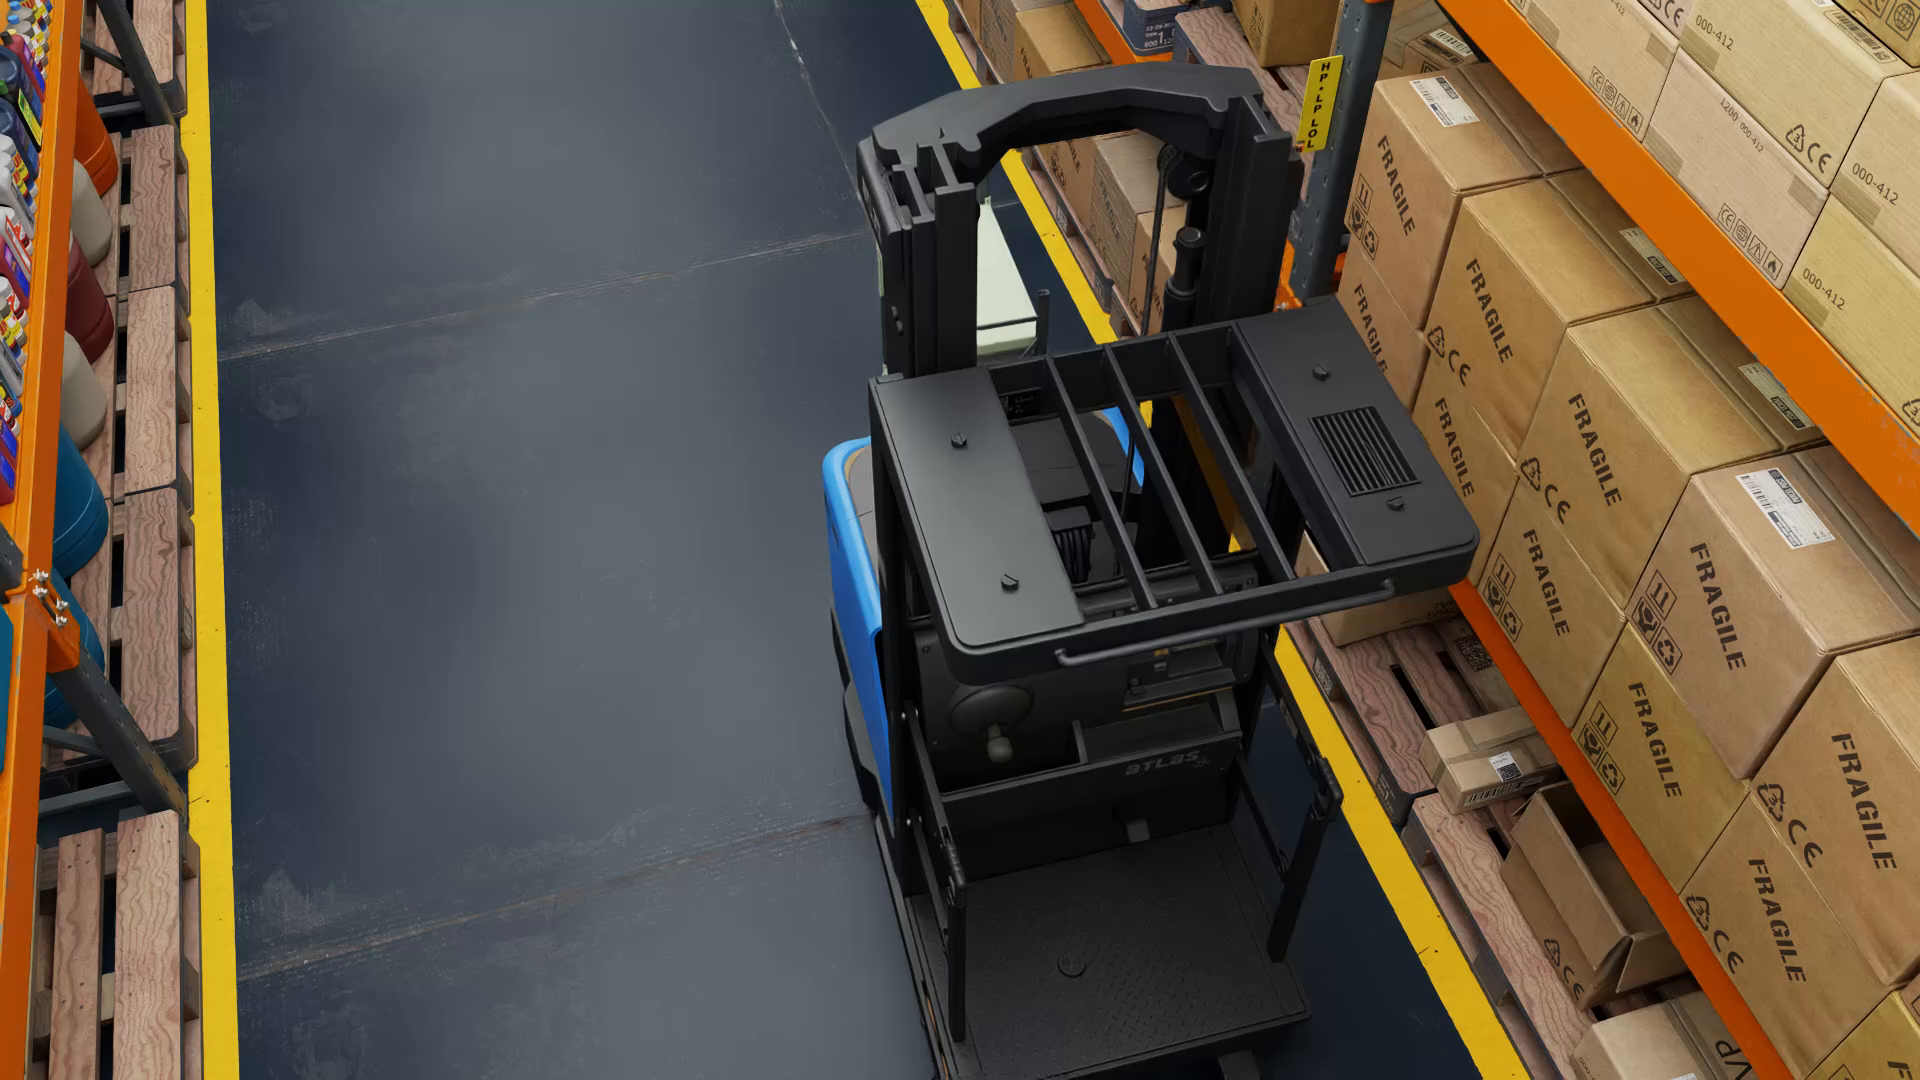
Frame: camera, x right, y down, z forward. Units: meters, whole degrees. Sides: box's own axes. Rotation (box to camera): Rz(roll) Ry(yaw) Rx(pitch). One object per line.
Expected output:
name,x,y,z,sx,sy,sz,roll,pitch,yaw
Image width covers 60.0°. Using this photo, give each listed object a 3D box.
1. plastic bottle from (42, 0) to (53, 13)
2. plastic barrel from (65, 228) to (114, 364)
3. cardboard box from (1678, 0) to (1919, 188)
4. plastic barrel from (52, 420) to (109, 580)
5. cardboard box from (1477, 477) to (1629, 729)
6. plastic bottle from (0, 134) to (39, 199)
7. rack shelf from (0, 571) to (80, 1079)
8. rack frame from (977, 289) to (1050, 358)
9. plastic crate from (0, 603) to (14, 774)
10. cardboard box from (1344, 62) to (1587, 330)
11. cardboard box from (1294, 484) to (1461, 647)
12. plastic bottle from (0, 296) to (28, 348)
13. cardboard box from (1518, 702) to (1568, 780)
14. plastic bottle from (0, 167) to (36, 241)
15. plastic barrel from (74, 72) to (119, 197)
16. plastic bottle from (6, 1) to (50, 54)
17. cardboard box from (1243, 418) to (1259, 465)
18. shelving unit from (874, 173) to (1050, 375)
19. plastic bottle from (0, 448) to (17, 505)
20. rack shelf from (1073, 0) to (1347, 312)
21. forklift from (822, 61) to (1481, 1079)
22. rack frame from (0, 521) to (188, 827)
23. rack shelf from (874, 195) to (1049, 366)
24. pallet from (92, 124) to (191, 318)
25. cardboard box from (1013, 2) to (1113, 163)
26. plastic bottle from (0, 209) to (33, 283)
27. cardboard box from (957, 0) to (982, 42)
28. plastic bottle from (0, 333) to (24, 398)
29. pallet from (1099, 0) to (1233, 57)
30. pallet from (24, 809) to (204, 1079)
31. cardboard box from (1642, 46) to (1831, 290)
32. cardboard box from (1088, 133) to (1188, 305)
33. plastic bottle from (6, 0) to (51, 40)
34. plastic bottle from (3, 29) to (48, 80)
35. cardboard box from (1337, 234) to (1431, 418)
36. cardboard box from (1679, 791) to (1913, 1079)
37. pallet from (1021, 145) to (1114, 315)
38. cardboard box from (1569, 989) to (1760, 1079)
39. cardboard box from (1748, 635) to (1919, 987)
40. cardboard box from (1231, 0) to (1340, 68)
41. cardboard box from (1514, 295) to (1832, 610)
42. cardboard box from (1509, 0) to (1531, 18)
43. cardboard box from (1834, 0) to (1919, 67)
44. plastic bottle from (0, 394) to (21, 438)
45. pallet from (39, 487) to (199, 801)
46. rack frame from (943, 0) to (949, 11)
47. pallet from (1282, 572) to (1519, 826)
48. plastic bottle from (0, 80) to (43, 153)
plastic bottle,-3.662,-2.198,6.515,0.097,0.271,0.097,0,50,0
plastic barrel,-3.837,-1.018,6.738,0.600,0.588,0.708,-13,51,-11
cardboard box,1.777,-0.969,3.204,0.500,0.250,0.500,-13,51,-11
plastic barrel,-3.503,-0.294,5.923,0.600,0.901,0.708,-13,51,-11
cardboard box,1.775,0.107,4.422,0.500,0.500,0.500,-14,51,-11
plastic bottle,-3.301,-1.307,5.763,0.097,0.271,0.097,0,50,0
rack shelf,-2.557,1.776,3.551,1.077,0.370,4.000,-13,51,-11
rack frame,0.086,-0.261,5.779,0.400,1.500,0.023,-11,51,-9
plastic crate,-2.685,0.333,4.268,0.392,0.384,0.575,-13,51,-11
cardboard box,1.455,-0.980,4.685,0.500,0.500,0.500,-12,51,-10
cardboard box,1.502,0.047,6.009,0.500,0.311,0.500,-13,51,-11
plastic bottle,-3.067,-0.706,5.303,0.097,0.201,0.097,0,50,0
cardboard box,2.246,0.591,5.550,0.500,0.311,0.500,-13,51,-11
plastic bottle,-3.264,-1.146,5.625,0.152,0.276,0.135,-13,51,-11
plastic barrel,-4.171,-1.920,7.341,0.600,0.830,0.708,-13,51,-11
plastic bottle,-3.575,-1.962,6.362,0.097,0.201,0.097,0,50,0
cardboard box,1.165,-0.665,6.486,0.500,0.500,0.500,-14,51,-11
shelving unit,-0.005,-0.533,6.008,0.431,1.500,0.755,-11,51,-9
plastic bottle,-2.849,-0.243,4.859,0.061,0.283,0.133,-13,51,-11
rack shelf,0.993,-2.262,6.956,1.077,0.370,4.000,-13,51,-11
forklift,0.402,0.437,4.254,1.130,2.935,3.031,-11,51,-9
rack frame,-3.149,0.084,4.507,1.000,3.000,0.127,-13,51,-11
rack shelf,-0.005,-0.784,5.709,0.431,0.370,0.720,-11,51,-9
pallet,-4.059,-1.373,7.559,1.003,0.211,1.213,-13,51,-11
cardboard box,0.567,-2.145,7.734,0.500,0.500,0.500,-14,51,-11
plastic bottle,-3.195,-0.977,5.482,0.152,0.276,0.135,-13,51,-11
cardboard box,0.263,-2.894,8.365,0.500,0.500,0.500,-11,51,-9
plastic bottle,-3.030,-0.568,5.138,0.152,0.276,0.135,-13,51,-11
pallet,0.981,-2.474,6.789,1.003,0.211,1.213,-13,51,-11
pallet,-2.894,1.511,5.128,1.003,0.211,1.213,-13,51,-11
cardboard box,1.782,-0.809,3.396,0.500,0.250,0.500,-13,51,-11
cardboard box,0.879,-1.394,7.101,0.500,0.500,0.500,-13,51,-11
plastic bottle,-3.604,-2.056,6.395,0.097,0.271,0.097,0,50,0
plastic bottle,-3.518,-1.820,6.242,0.097,0.201,0.097,0,50,0
cardboard box,1.475,-0.632,5.045,0.500,0.500,0.500,-12,51,-10
cardboard box,2.076,0.846,3.799,0.500,0.500,0.500,-13,51,-11
pallet,0.943,-1.613,7.761,1.003,0.211,1.213,-13,51,-11
cardboard box,2.119,1.590,4.748,0.500,0.250,0.500,-13,51,-11
cardboard box,2.065,0.524,3.416,0.500,0.500,0.500,-12,51,-10
cardboard box,1.394,-2.086,5.996,0.700,0.500,0.500,-6,50,-5
cardboard box,1.759,-0.228,4.051,0.500,0.500,0.500,-15,51,-12
cardboard box,1.492,-1.541,4.013,0.500,0.250,0.500,-13,51,-11
cardboard box,1.931,-1.247,2.948,0.700,0.500,0.500,-13,51,-11
plastic bottle,-2.941,-0.394,5.040,0.097,0.201,0.097,0,50,0
pallet,-3.337,0.410,6.056,1.003,0.211,1.213,-13,51,-11
rack frame,0.401,-3.955,7.912,1.000,3.000,0.127,-13,51,-11
pallet,1.787,0.367,6.092,1.003,0.211,1.213,-13,51,-11
plastic bottle,-3.372,-1.534,5.947,0.061,0.283,0.133,-13,51,-11
